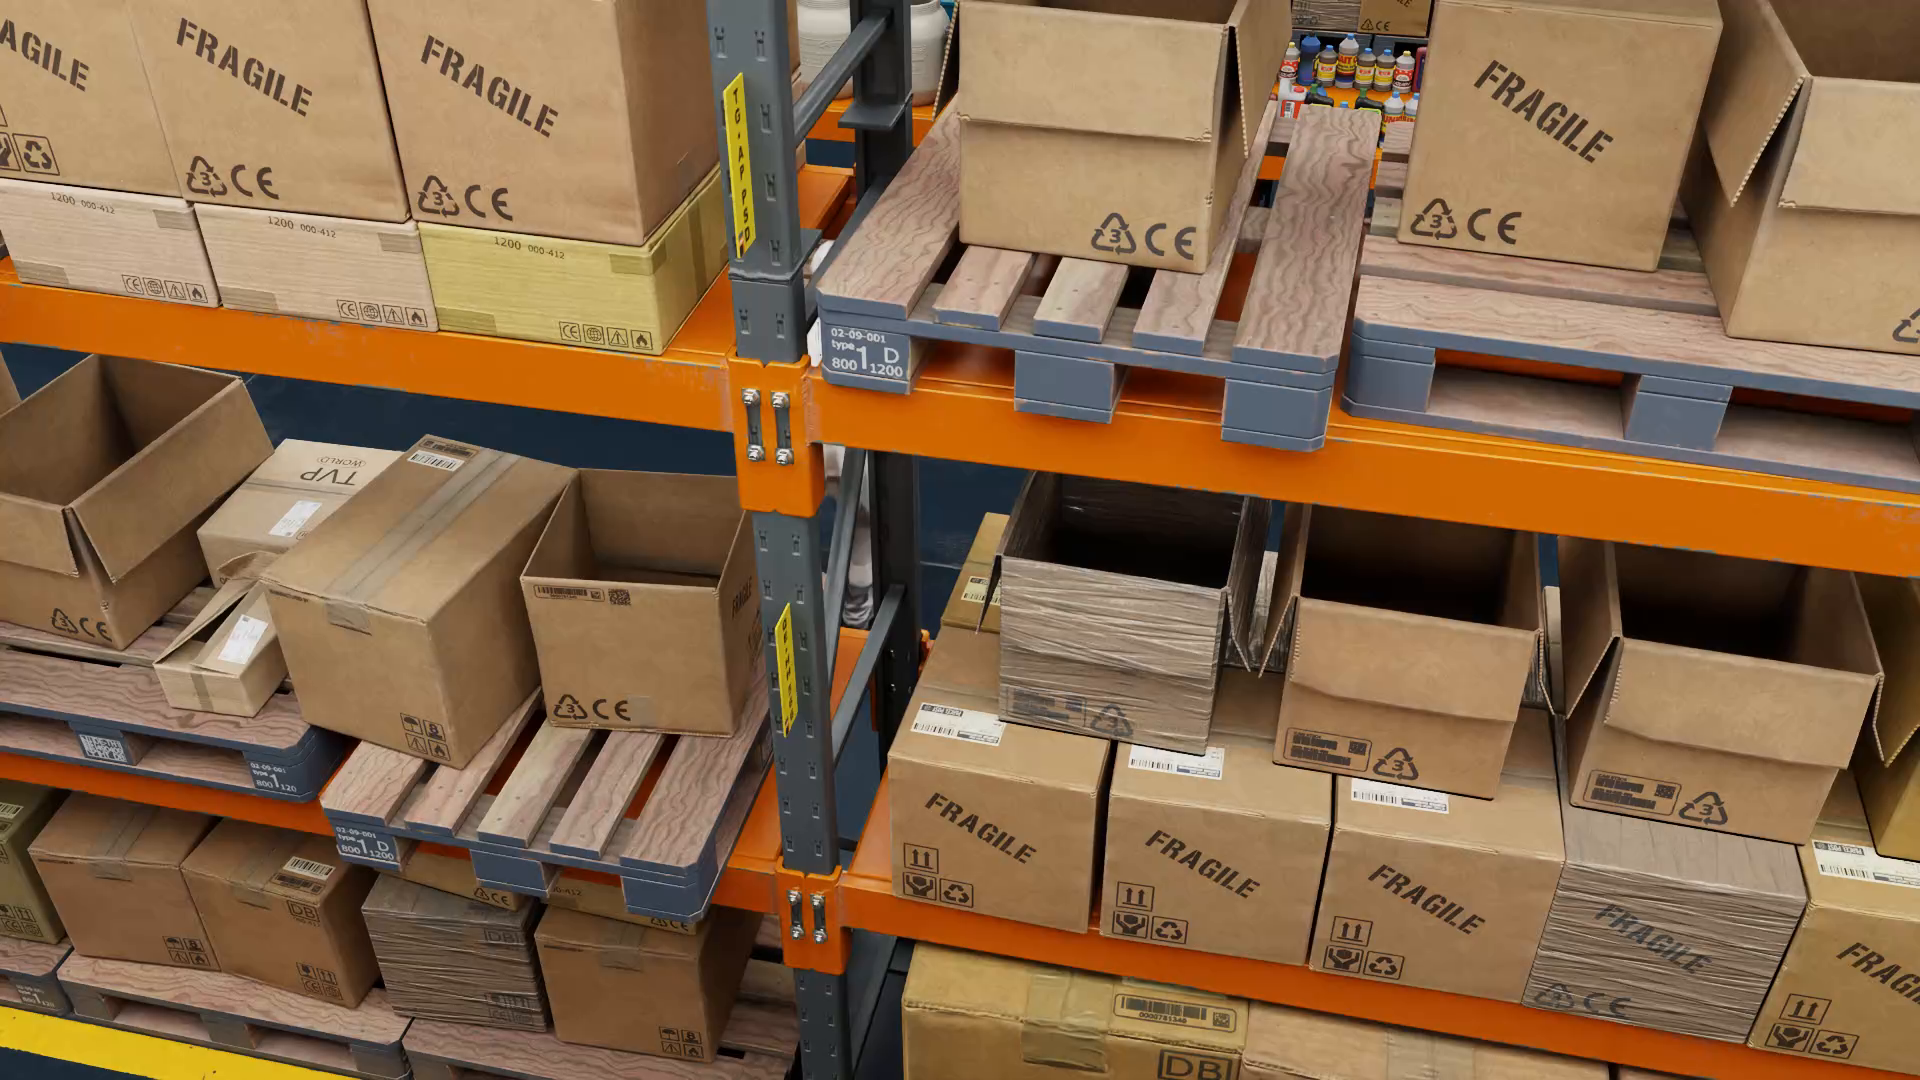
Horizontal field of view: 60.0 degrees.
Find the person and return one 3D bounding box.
[{"bbox_3d":[-0.534,-0.392,6.735,0.484,1.701,0.639,7,37,9],"label":"person"}]
